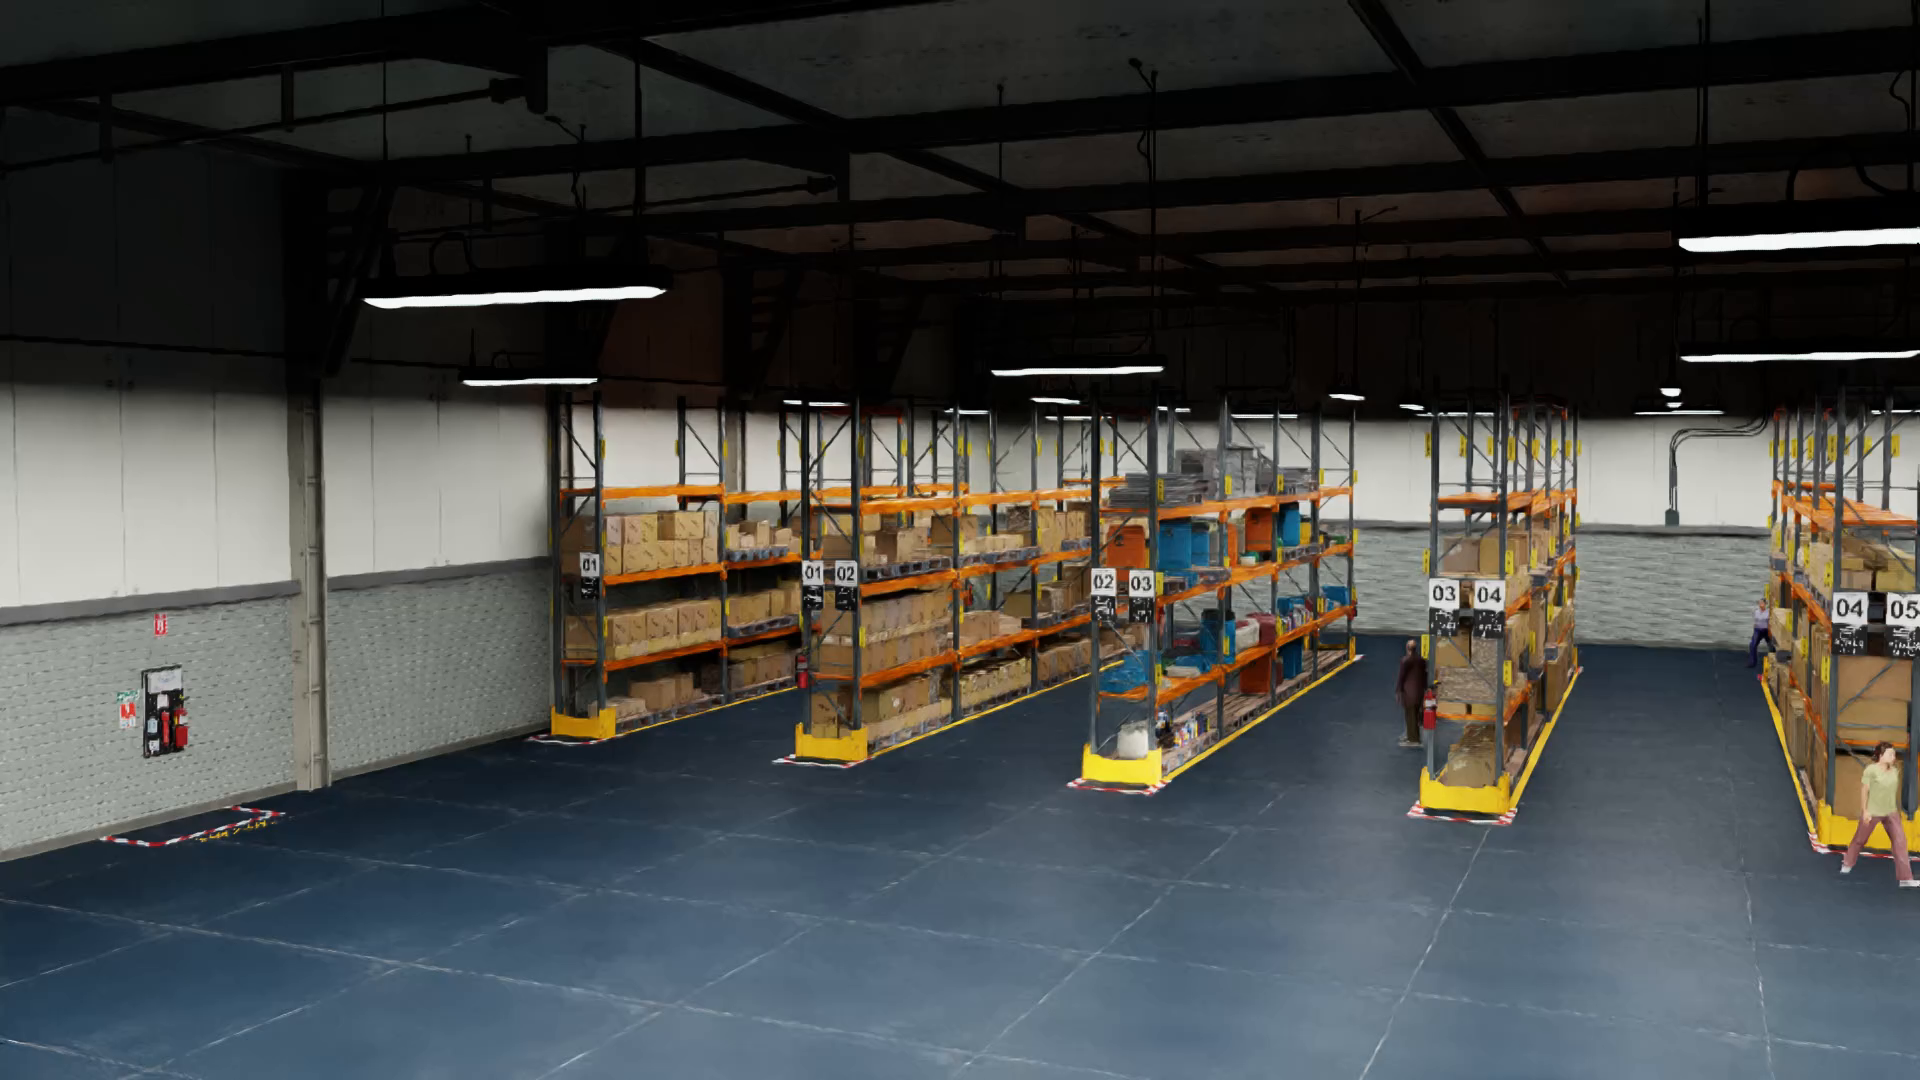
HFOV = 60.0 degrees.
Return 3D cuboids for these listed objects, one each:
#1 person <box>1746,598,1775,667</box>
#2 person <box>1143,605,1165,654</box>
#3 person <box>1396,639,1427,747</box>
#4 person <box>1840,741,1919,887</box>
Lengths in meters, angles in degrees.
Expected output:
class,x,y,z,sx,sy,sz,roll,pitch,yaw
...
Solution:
class,x,y,z,sx,sy,sz,roll,pitch,yaw
person,18.377,2.113,37.962,0.945,1.584,0.531,-3,4,-45
person,4.480,2.036,38.491,0.554,1.669,1.040,1,3,22
person,7.562,2.554,27.962,0.677,1.767,0.636,-2,4,-37
person,10.555,3.123,19.111,0.536,1.635,0.928,0,3,-3
